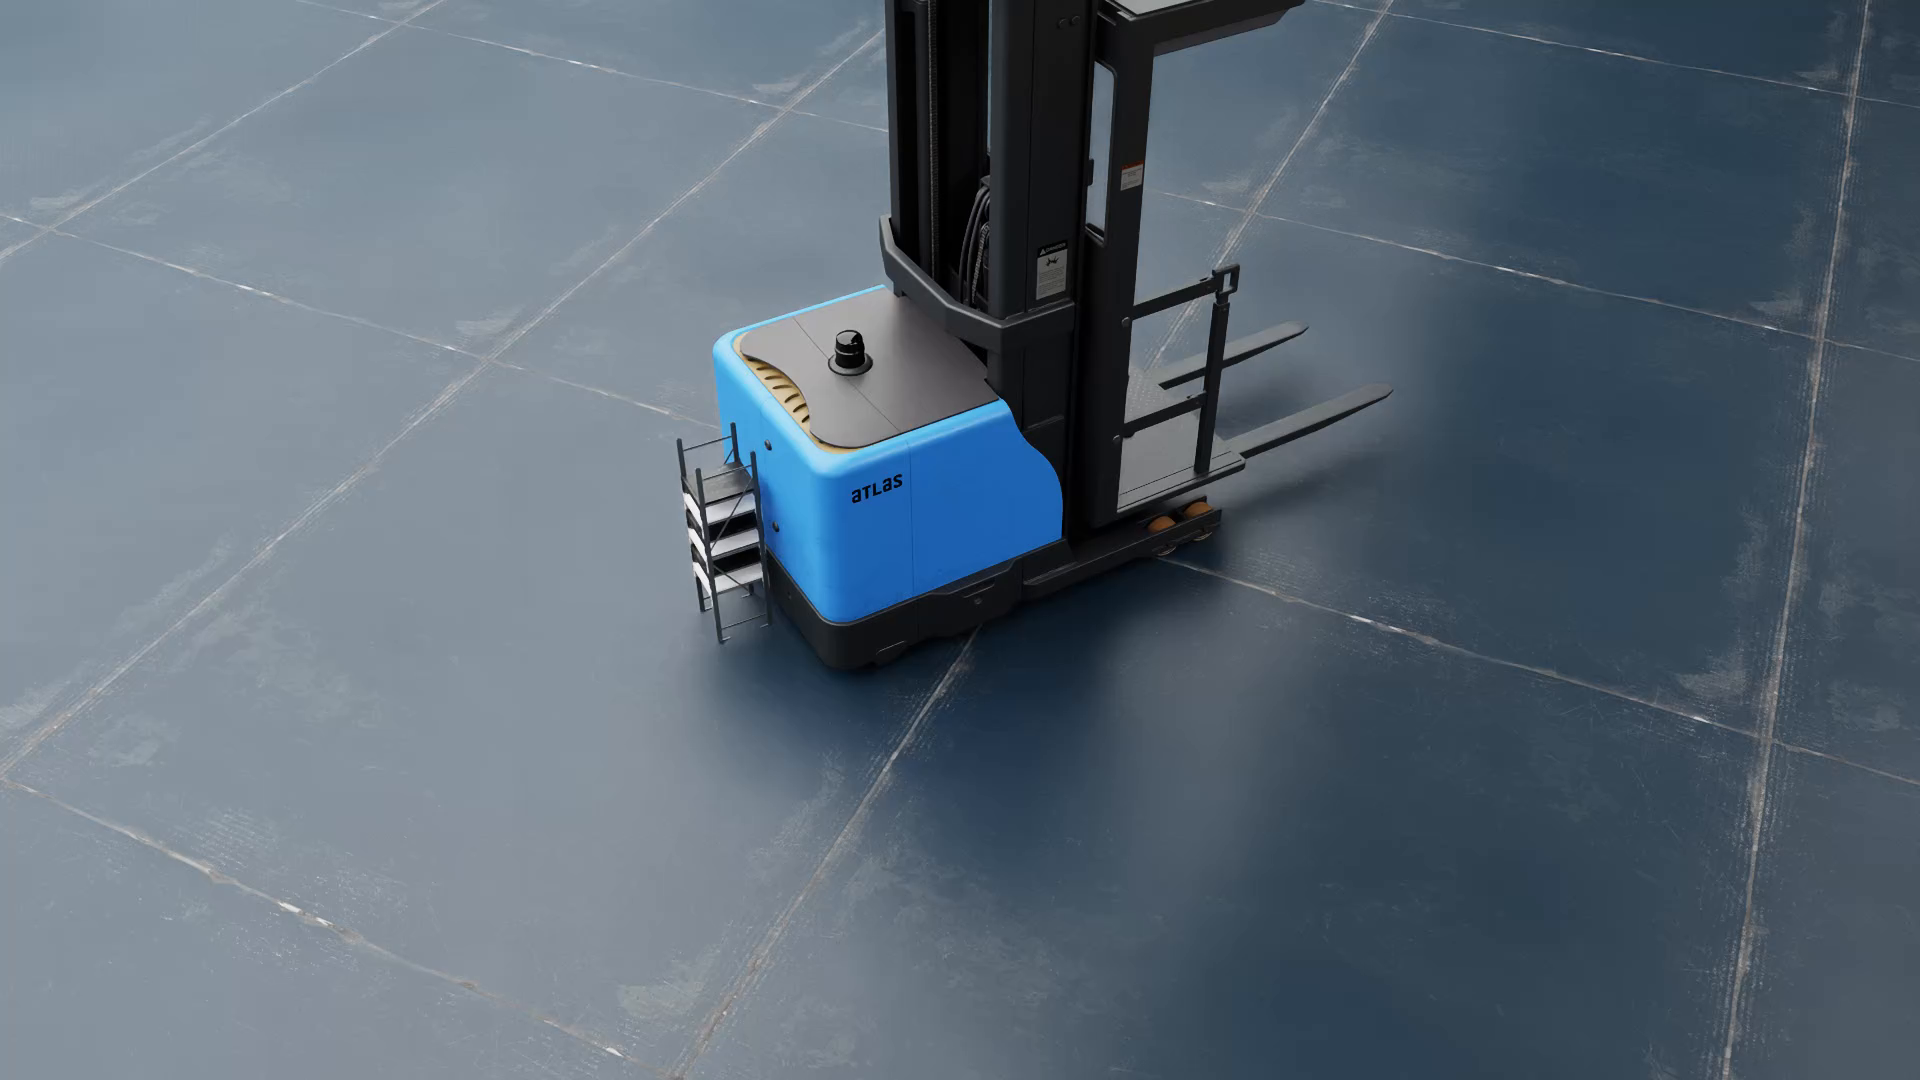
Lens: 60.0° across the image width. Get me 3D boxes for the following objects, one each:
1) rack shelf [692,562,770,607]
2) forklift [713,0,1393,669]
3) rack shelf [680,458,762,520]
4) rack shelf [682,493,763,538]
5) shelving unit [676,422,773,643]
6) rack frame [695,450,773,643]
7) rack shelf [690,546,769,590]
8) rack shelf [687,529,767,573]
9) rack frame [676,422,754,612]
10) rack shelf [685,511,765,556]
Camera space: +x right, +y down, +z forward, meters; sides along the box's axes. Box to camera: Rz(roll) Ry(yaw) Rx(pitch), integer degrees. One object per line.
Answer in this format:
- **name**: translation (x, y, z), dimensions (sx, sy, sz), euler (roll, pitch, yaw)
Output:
- **rack shelf**: translation (-0.925, 0.142, 6.725), dimensions (0.258, 0.077, 0.200), euler (-19, 44, -20)
- **forklift**: translation (0.542, -1.318, 6.533), dimensions (3.031, 2.935, 1.130), euler (-21, 45, -23)
- **rack shelf**: translation (-0.925, -0.198, 6.430), dimensions (0.258, 0.077, 0.200), euler (-19, 44, -20)
- **rack shelf**: translation (-0.925, -0.130, 6.489), dimensions (0.258, 0.077, 0.200), euler (-19, 44, -20)
- **shelving unit**: translation (-0.925, -0.019, 6.585), dimensions (0.258, 0.900, 0.210), euler (-19, 44, -20)
- **rack frame**: translation (-0.878, 0.040, 6.517), dimensions (0.240, 0.900, 0.006), euler (-19, 44, -20)
- **rack shelf**: translation (-0.925, 0.074, 6.666), dimensions (0.258, 0.077, 0.200), euler (-19, 44, -20)
- **rack shelf**: translation (-0.925, 0.006, 6.607), dimensions (0.258, 0.077, 0.200), euler (-19, 44, -20)
- **rack frame**: translation (-0.972, -0.078, 6.653), dimensions (0.240, 0.900, 0.006), euler (-19, 44, -20)
- **rack shelf**: translation (-0.925, -0.062, 6.548), dimensions (0.258, 0.077, 0.200), euler (-19, 44, -20)
